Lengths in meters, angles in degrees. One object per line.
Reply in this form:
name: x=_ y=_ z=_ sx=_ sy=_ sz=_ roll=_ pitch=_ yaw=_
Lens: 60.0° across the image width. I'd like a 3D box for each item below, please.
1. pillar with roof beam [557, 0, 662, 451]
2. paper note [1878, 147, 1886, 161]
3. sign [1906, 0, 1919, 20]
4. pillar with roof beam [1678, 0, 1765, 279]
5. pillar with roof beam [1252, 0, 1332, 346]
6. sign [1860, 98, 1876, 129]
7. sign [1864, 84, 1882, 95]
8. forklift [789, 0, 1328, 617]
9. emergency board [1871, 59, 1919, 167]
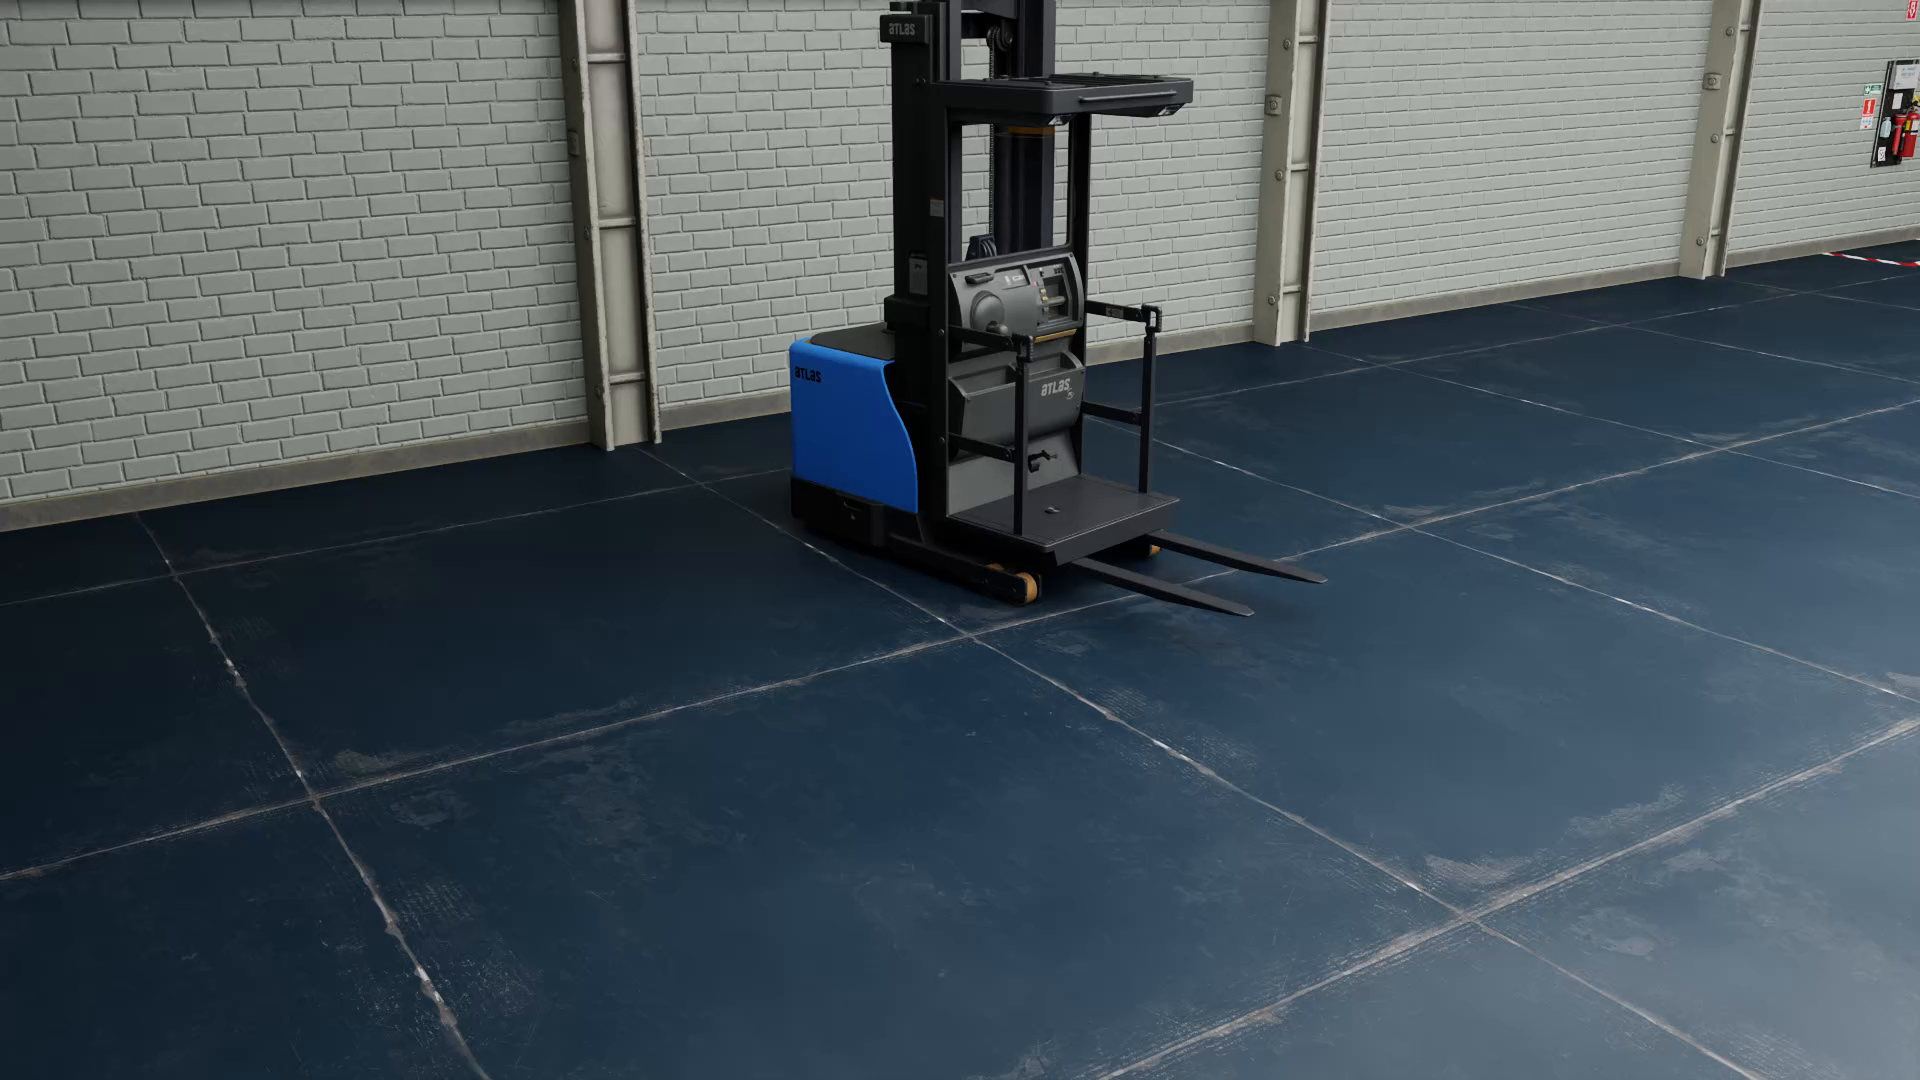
pillar with roof beam: x=0.114 y=-3.775 z=6.360 sx=0.400 sy=9.000 sz=9.100 roll=-12 pitch=22 yaw=-31
paper note: x=10.509 y=-4.400 z=18.951 sx=0.142 sy=0.148 sz=0.016 roll=-12 pitch=22 yaw=-31
sign: x=10.633 y=-5.953 z=18.551 sx=0.199 sy=0.298 sz=0.001 roll=-12 pitch=22 yaw=-31
pillar with roof beam: x=10.136 y=-5.888 z=12.612 sx=0.400 sy=9.000 sz=9.100 roll=-12 pitch=22 yaw=-31
pillar with roof beam: x=5.125 y=-4.832 z=9.486 sx=0.400 sy=9.000 sz=9.100 roll=-12 pitch=22 yaw=-31
sign: x=10.176 y=-4.777 z=18.635 sx=0.234 sy=0.329 sz=0.001 roll=-12 pitch=22 yaw=-31
sign: x=10.185 y=-5.026 z=18.546 sx=0.331 sy=0.109 sz=0.001 roll=-12 pitch=22 yaw=-31
forklift: x=0.451 y=-1.248 z=8.360 sx=3.031 sy=2.935 sz=1.130 roll=17 pitch=25 yaw=41
emergency board: x=10.695 y=-4.830 z=18.847 sx=0.643 sy=1.169 sz=0.194 roll=-12 pitch=22 yaw=-31
